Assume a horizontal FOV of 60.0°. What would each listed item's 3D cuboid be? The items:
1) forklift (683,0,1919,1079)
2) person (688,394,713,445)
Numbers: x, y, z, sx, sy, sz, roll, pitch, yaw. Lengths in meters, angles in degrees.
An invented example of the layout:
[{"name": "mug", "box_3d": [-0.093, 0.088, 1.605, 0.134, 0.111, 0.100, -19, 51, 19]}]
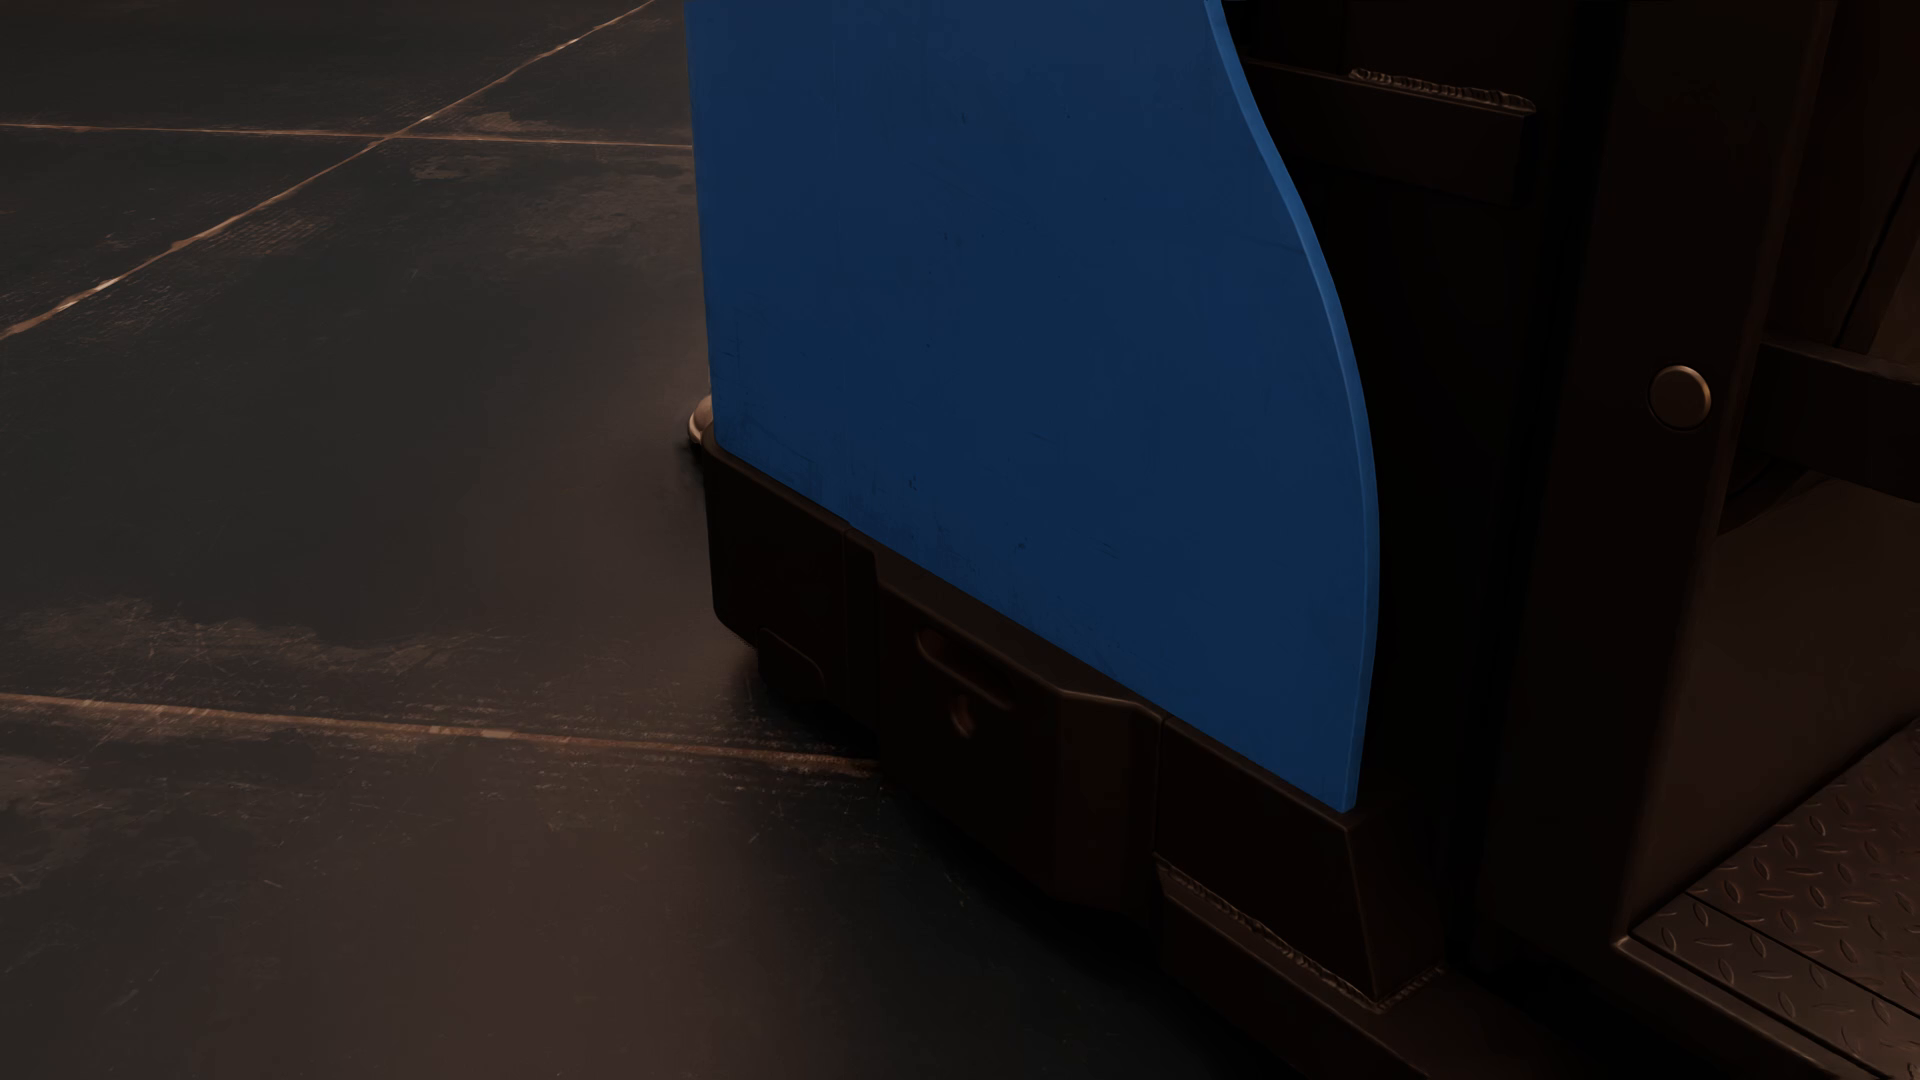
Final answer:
[{"name": "forklift", "box_3d": [0.994, -0.794, 0.809, 1.130, 2.935, 3.031, -20, 33, -34]}, {"name": "person", "box_3d": [0.029, -0.963, 2.875, 1.040, 1.419, 1.143, -2, 27, -4]}]
